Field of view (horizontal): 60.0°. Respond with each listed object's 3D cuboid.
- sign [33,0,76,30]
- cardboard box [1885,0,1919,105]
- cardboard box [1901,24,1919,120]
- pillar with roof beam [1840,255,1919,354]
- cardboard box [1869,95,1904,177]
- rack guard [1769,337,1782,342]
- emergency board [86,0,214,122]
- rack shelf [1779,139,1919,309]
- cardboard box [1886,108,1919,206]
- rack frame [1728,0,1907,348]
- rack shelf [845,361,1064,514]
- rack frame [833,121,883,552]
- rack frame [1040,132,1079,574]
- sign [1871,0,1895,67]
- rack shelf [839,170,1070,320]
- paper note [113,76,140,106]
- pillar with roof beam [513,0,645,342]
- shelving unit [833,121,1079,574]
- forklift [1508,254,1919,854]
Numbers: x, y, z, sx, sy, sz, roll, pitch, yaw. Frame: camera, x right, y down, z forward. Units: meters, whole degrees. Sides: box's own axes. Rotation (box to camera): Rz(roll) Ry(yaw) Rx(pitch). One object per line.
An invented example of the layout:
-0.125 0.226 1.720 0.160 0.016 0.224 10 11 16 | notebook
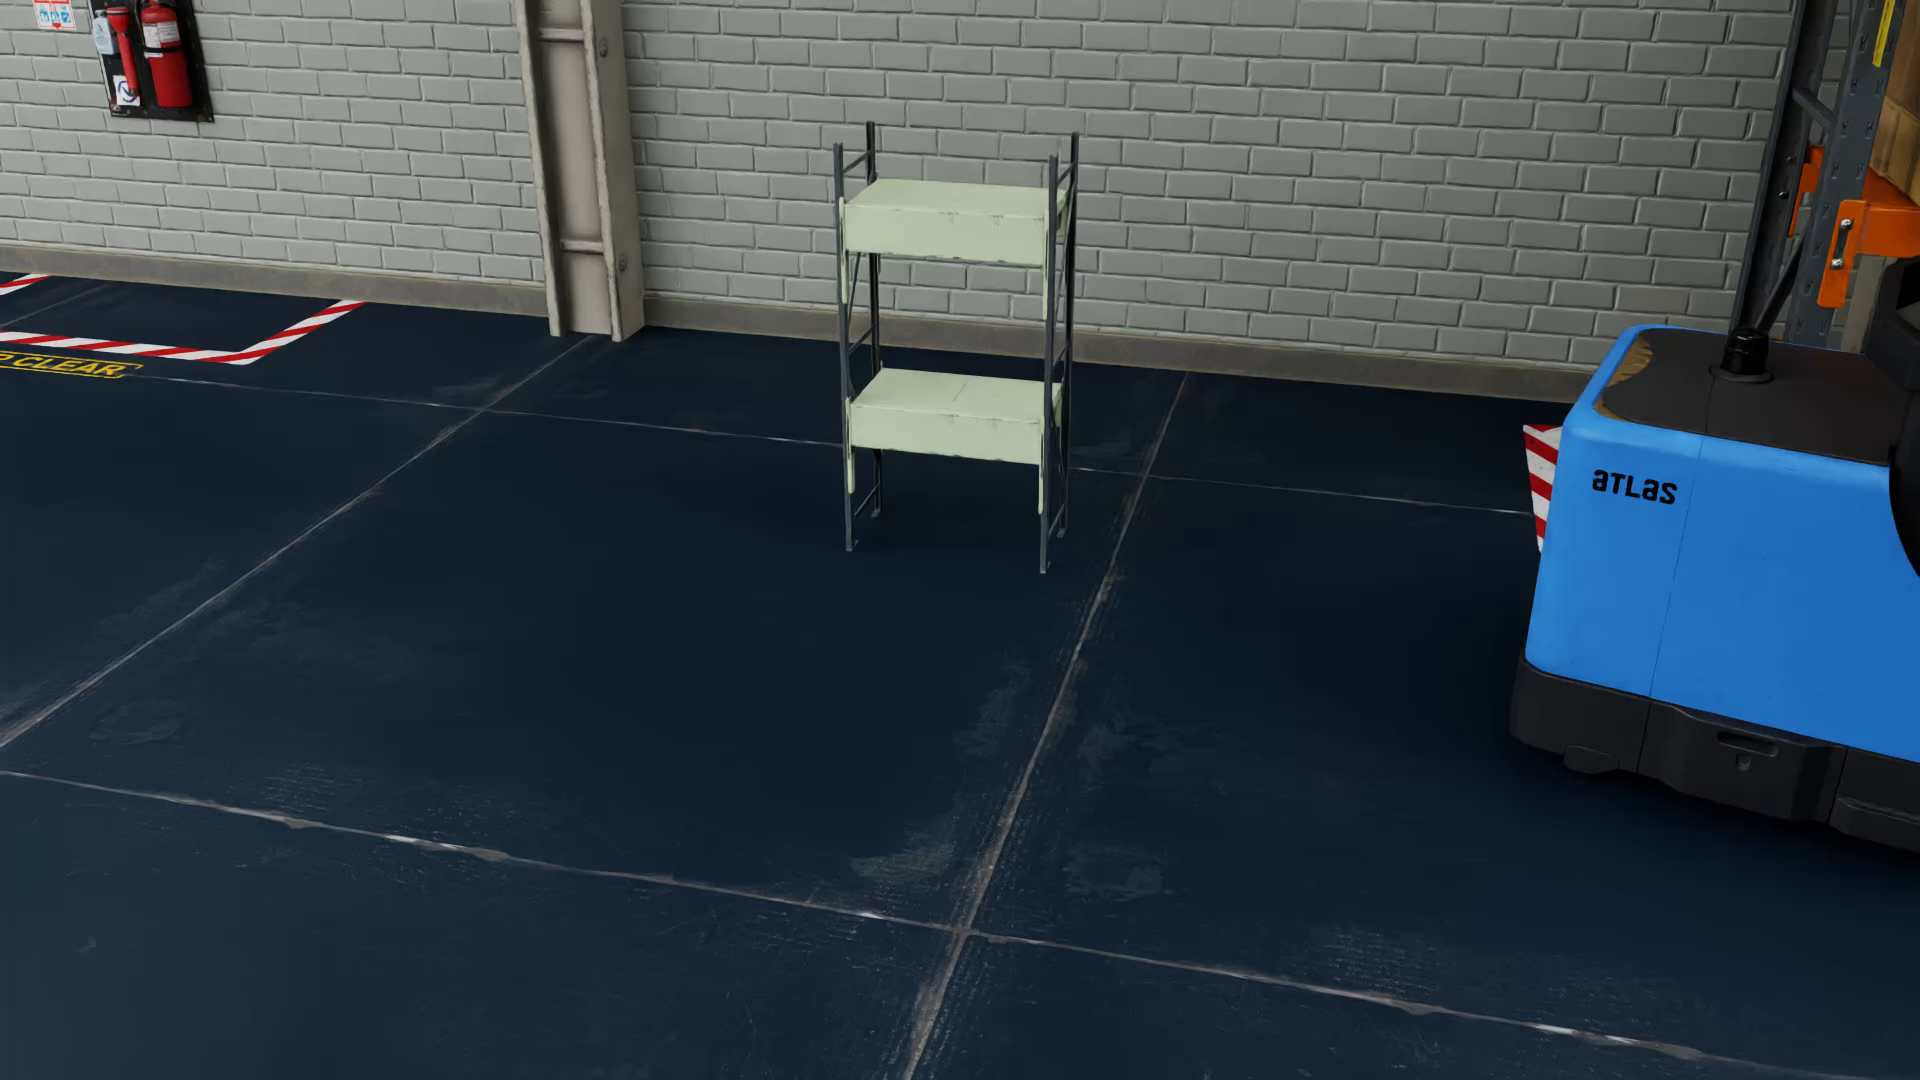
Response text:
-4.741 -2.832 8.667 0.234 0.329 0.001 6 26 13 | sign
3.580 -1.824 5.870 0.500 0.500 0.500 6 26 12 | cardboard box
3.458 -1.609 5.420 0.500 0.500 0.500 6 26 13 | cardboard box
2.891 -2.707 1.468 0.400 9.000 9.100 6 26 13 | pillar with roof beam
3.571 -1.478 6.016 0.500 0.250 0.500 7 26 14 | cardboard box
3.144 -0.369 6.444 0.348 0.500 1.175 6 26 13 | rack guard
-4.231 -2.714 8.461 0.643 1.169 0.194 6 26 13 | emergency board
5.007 -0.967 5.628 4.000 0.370 1.077 6 26 13 | rack shelf
3.464 -1.263 5.564 0.500 0.250 0.500 6 26 11 | cardboard box
3.070 -1.506 5.923 0.127 3.000 1.000 6 26 13 | rack frame
-0.006 -0.384 6.069 0.720 0.370 0.431 6 26 13 | rack shelf
-0.361 -0.717 6.011 0.023 1.500 0.400 6 26 13 | rack frame
0.348 -0.639 5.847 0.023 1.500 0.400 6 26 13 | rack frame
2.935 -1.671 5.263 0.005 0.325 0.100 6 26 13 | sign
-0.006 -1.030 5.761 0.720 0.370 0.431 6 26 13 | rack shelf
-4.386 -2.364 8.750 0.142 0.148 0.016 6 26 13 | paper note
-2.920 -3.350 2.817 0.400 9.000 9.100 6 26 13 | pillar with roof beam
-0.006 -0.678 5.929 0.755 1.500 0.431 6 26 13 | shelving unit
3.157 -0.552 4.001 3.031 2.935 1.130 14 29 26 | forklift
